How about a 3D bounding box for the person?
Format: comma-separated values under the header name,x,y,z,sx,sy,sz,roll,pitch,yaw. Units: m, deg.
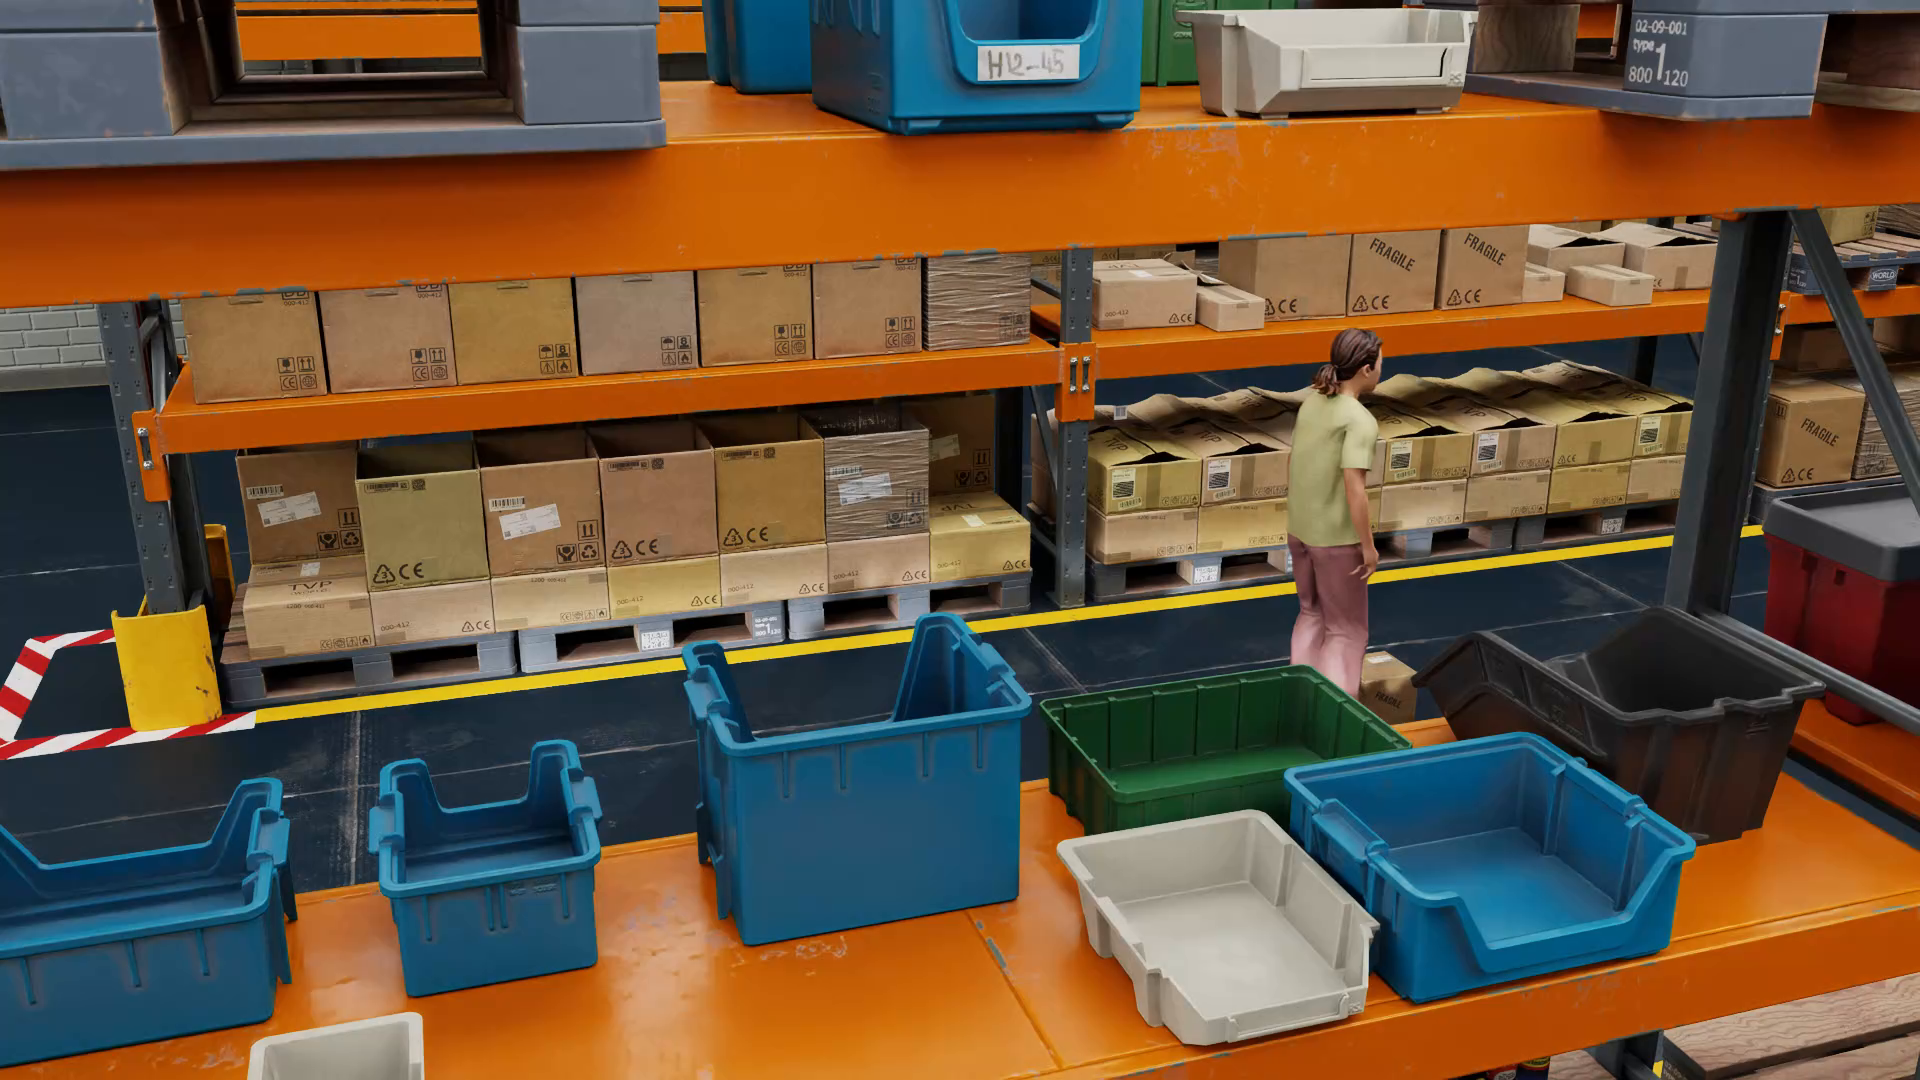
name,x,y,z,sx,sy,sz,roll,pitch,yaw
person,1.484,-0.008,6.593,0.355,1.673,0.516,-7,21,-19
